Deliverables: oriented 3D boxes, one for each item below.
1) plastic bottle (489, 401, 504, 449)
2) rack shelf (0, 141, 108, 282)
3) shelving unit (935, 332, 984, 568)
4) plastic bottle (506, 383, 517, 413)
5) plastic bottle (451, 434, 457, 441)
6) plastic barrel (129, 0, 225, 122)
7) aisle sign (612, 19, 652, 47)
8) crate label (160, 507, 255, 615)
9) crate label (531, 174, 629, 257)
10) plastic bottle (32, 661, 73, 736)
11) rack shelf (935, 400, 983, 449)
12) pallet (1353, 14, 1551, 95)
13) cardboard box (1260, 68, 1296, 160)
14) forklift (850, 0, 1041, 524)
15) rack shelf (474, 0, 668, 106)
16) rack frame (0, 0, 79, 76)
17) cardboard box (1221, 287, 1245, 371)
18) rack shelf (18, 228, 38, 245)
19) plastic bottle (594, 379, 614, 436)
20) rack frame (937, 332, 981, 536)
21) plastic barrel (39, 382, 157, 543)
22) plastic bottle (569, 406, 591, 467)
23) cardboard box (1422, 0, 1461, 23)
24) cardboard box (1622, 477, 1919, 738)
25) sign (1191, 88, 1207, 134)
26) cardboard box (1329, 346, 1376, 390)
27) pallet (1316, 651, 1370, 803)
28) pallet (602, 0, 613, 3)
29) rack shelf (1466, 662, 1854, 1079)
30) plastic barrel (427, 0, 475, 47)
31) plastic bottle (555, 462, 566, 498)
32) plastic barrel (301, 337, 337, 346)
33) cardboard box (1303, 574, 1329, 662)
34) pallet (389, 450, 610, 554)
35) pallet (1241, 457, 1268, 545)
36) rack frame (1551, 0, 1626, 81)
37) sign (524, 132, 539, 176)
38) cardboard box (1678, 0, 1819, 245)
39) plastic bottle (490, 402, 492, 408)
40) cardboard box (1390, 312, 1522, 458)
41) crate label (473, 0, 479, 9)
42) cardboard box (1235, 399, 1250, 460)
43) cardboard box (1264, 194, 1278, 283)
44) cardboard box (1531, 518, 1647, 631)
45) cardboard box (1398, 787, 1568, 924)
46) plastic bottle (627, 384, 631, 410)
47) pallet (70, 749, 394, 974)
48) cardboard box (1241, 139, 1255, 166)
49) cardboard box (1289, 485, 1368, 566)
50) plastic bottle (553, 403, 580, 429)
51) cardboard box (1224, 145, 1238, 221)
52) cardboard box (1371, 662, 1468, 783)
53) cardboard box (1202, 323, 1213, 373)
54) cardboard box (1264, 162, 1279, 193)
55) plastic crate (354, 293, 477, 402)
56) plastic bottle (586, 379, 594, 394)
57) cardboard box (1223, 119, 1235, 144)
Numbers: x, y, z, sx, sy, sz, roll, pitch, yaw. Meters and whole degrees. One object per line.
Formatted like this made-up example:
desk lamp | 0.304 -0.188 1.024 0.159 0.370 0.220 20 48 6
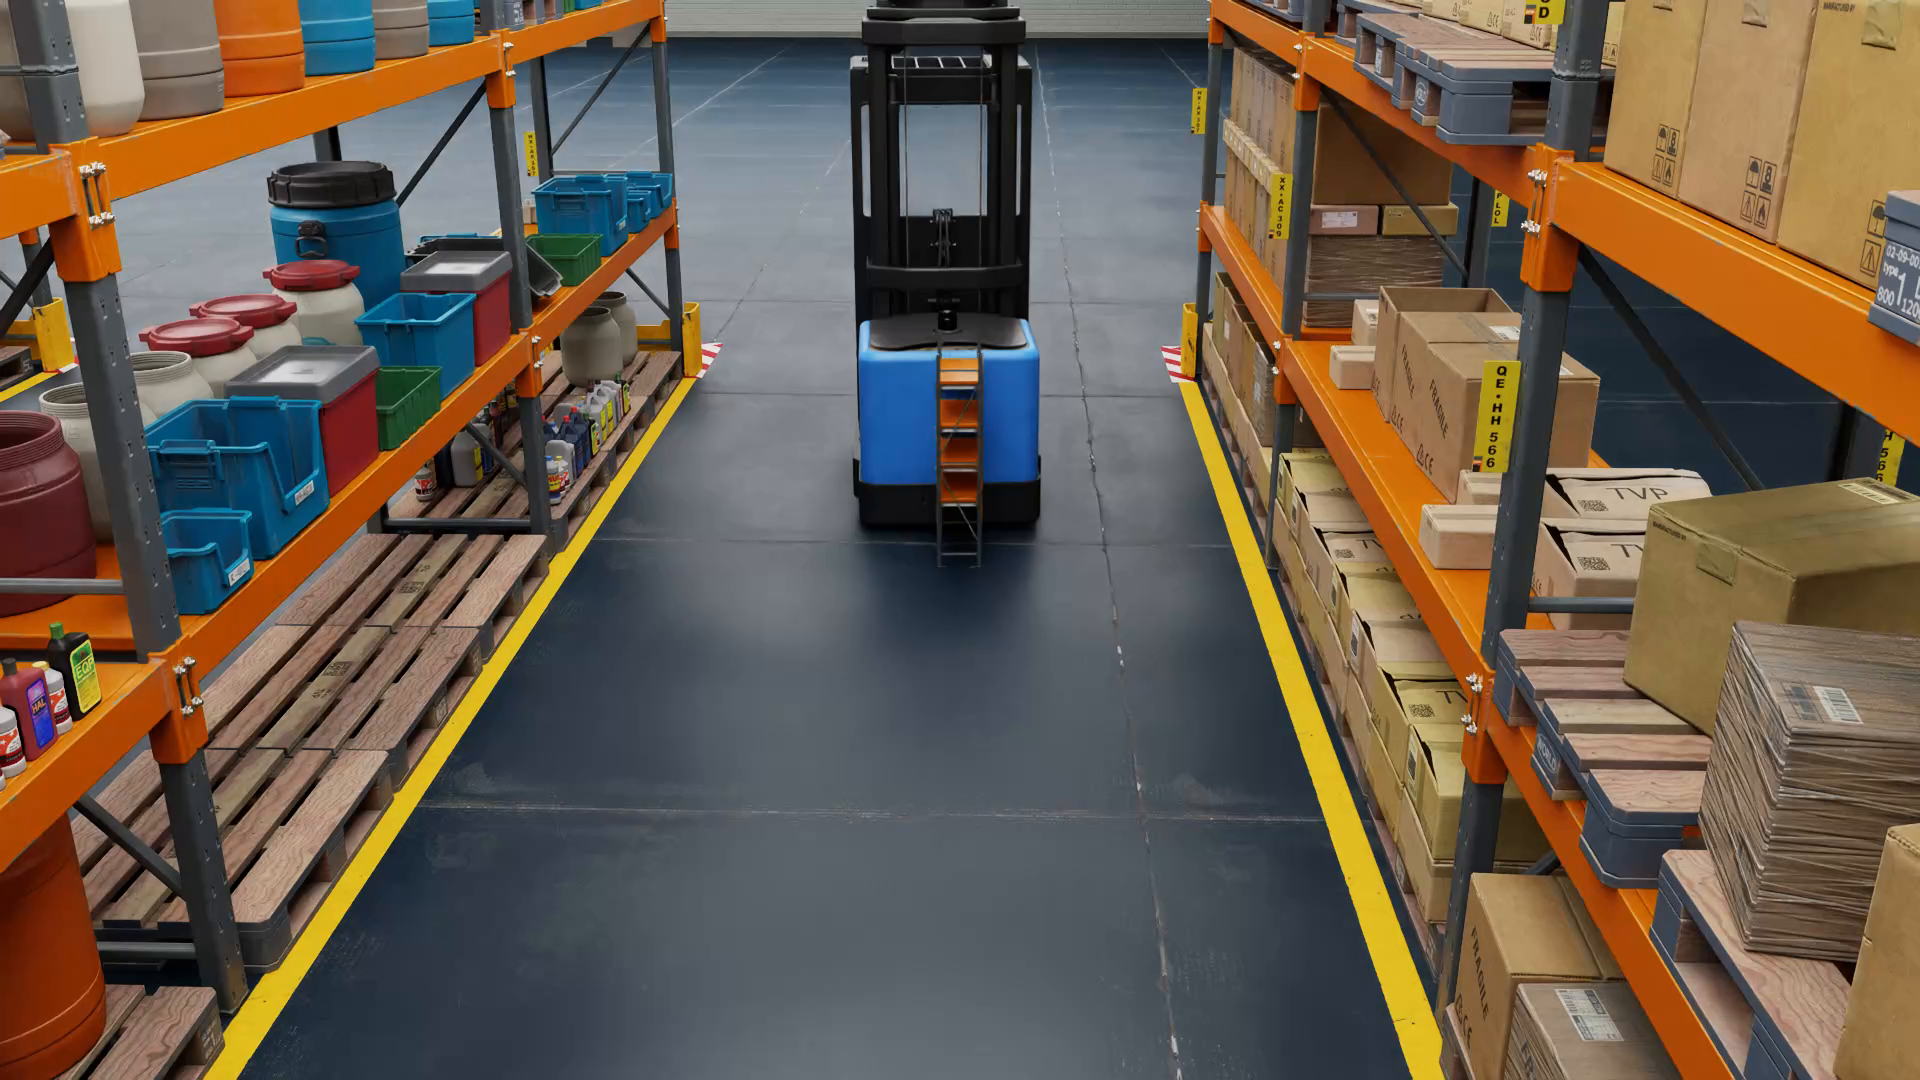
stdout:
plastic bottle | -2.907 -0.720 10.385 0.061 0.283 0.133 1 21 2
rack shelf | -2.952 -0.195 2.732 1.077 0.370 4.000 1 21 2
shelving unit | -0.004 -0.495 9.146 0.258 1.200 0.503 0 21 0
plastic bottle | -3.018 -0.958 11.113 0.097 0.201 0.097 0 21 0
plastic bottle | -3.032 -0.577 9.923 0.144 0.351 0.185 0 21 -1
plastic barrel | -2.649 -1.782 5.134 0.600 0.901 0.600 0 21 0
aisle sign | -2.349 -3.982 12.052 0.394 0.787 0.004 1 21 2
crate label | -2.504 0.075 5.421 0.303 0.233 0.416 1 21 2
crate label | -2.433 -2.096 10.734 0.502 0.435 0.616 1 21 2
plastic bottle | -2.499 0.430 4.548 0.097 0.201 0.097 0 21 0
rack shelf | -0.004 -0.641 9.090 0.258 0.148 0.480 0 21 0
pallet | 2.022 -1.760 6.033 1.003 0.211 1.213 2 21 4
cardboard box | 2.234 -2.602 10.156 0.700 0.500 0.500 1 21 2
forklift | -0.125 -1.945 10.489 1.130 2.935 3.031 -1 21 -3
rack shelf | -2.709 -3.087 10.187 1.077 0.370 4.000 1 21 2
rack frame | -2.891 -2.652 3.923 1.000 3.000 0.127 1 21 2
cardboard box | 2.049 -1.402 11.179 0.500 0.500 0.500 1 21 2
rack shelf | -7.659 -1.743 10.870 1.077 0.370 4.000 1 21 2
plastic bottle | -2.306 -0.848 10.621 0.144 0.351 0.185 2 21 4
rack frame | -0.004 -0.583 9.374 0.240 1.200 0.015 0 21 0
plastic barrel | -3.073 -0.281 5.953 0.421 0.512 0.421 0 21 0
plastic bottle | -2.324 -0.627 10.052 0.144 0.351 0.185 0 21 -1
cardboard box | 2.062 -2.079 6.221 0.500 0.250 0.500 -1 21 -3
cardboard box | 2.153 0.187 4.180 0.700 0.500 0.500 -7 22 -16
sign | 1.749 -3.140 12.170 0.100 0.325 0.005 1 21 2
cardboard box | 1.950 -0.810 7.817 0.380 0.149 0.250 1 21 2
pallet | 2.164 0.764 7.269 1.003 0.211 1.213 1 21 2
pallet | -2.771 -3.760 11.187 1.003 0.211 1.213 1 21 2
rack shelf | 1.999 1.259 3.131 1.077 0.370 4.000 1 21 2
plastic barrel | -2.568 -2.747 7.623 0.600 0.901 0.708 1 21 2
plastic bottle | -2.318 -0.349 9.542 0.097 0.201 0.097 0 21 0
plastic barrel | -2.963 -0.760 7.532 0.301 0.262 0.301 0 21 0
cardboard box | 1.892 0.356 7.685 0.500 0.250 0.500 0 21 0
pallet | -2.707 -0.244 9.865 1.003 0.211 1.213 1 21 2
pallet | 2.248 -0.233 9.836 1.003 0.211 1.213 1 21 2
rack frame | 2.060 -2.596 3.779 1.000 3.000 0.127 1 21 2
sign | -3.197 -2.884 12.433 0.100 0.325 0.005 1 21 2
cardboard box | 2.065 -0.902 3.421 0.910 0.500 0.500 1 21 2
plastic bottle | -3.031 -0.800 10.704 0.097 0.201 0.097 0 21 0
cardboard box | 2.111 -0.643 6.901 0.500 0.500 0.500 1 21 2
crate label | -3.035 -3.403 10.213 0.502 0.251 0.408 1 21 2
cardboard box | 2.003 -0.691 10.384 0.500 0.250 0.500 1 21 2
cardboard box | 2.217 -1.825 9.947 0.700 0.500 0.500 1 21 2
cardboard box | 2.115 0.111 5.218 0.500 0.311 0.500 2 21 5
cardboard box | 1.832 1.094 5.783 0.500 0.250 0.500 1 21 3
plastic bottle | -2.265 -0.979 11.166 0.097 0.201 0.097 0 21 0
pallet | -2.829 1.165 6.234 1.003 0.211 1.213 1 21 2
cardboard box | 2.046 -2.528 10.862 0.380 0.149 0.250 0 21 0
cardboard box | 1.899 -0.093 8.068 0.500 0.311 0.500 0 21 1
plastic bottle | -2.460 -0.738 10.442 0.152 0.276 0.135 1 21 2
cardboard box | 2.276 -2.570 11.867 0.700 0.500 0.500 1 21 2
cardboard box | 1.839 0.645 6.164 0.500 0.311 0.500 0 21 1
cardboard box | 2.065 -1.414 12.247 0.500 0.250 0.500 1 21 2
cardboard box | 2.016 -2.154 9.899 0.380 0.149 0.250 1 21 3
plastic crate | -2.492 -0.892 7.702 0.392 0.384 0.575 1 21 2
plastic bottle | -2.407 -0.928 10.920 0.061 0.283 0.133 1 21 2
cardboard box | 2.076 -2.901 11.824 0.380 0.149 0.250 0 21 1
